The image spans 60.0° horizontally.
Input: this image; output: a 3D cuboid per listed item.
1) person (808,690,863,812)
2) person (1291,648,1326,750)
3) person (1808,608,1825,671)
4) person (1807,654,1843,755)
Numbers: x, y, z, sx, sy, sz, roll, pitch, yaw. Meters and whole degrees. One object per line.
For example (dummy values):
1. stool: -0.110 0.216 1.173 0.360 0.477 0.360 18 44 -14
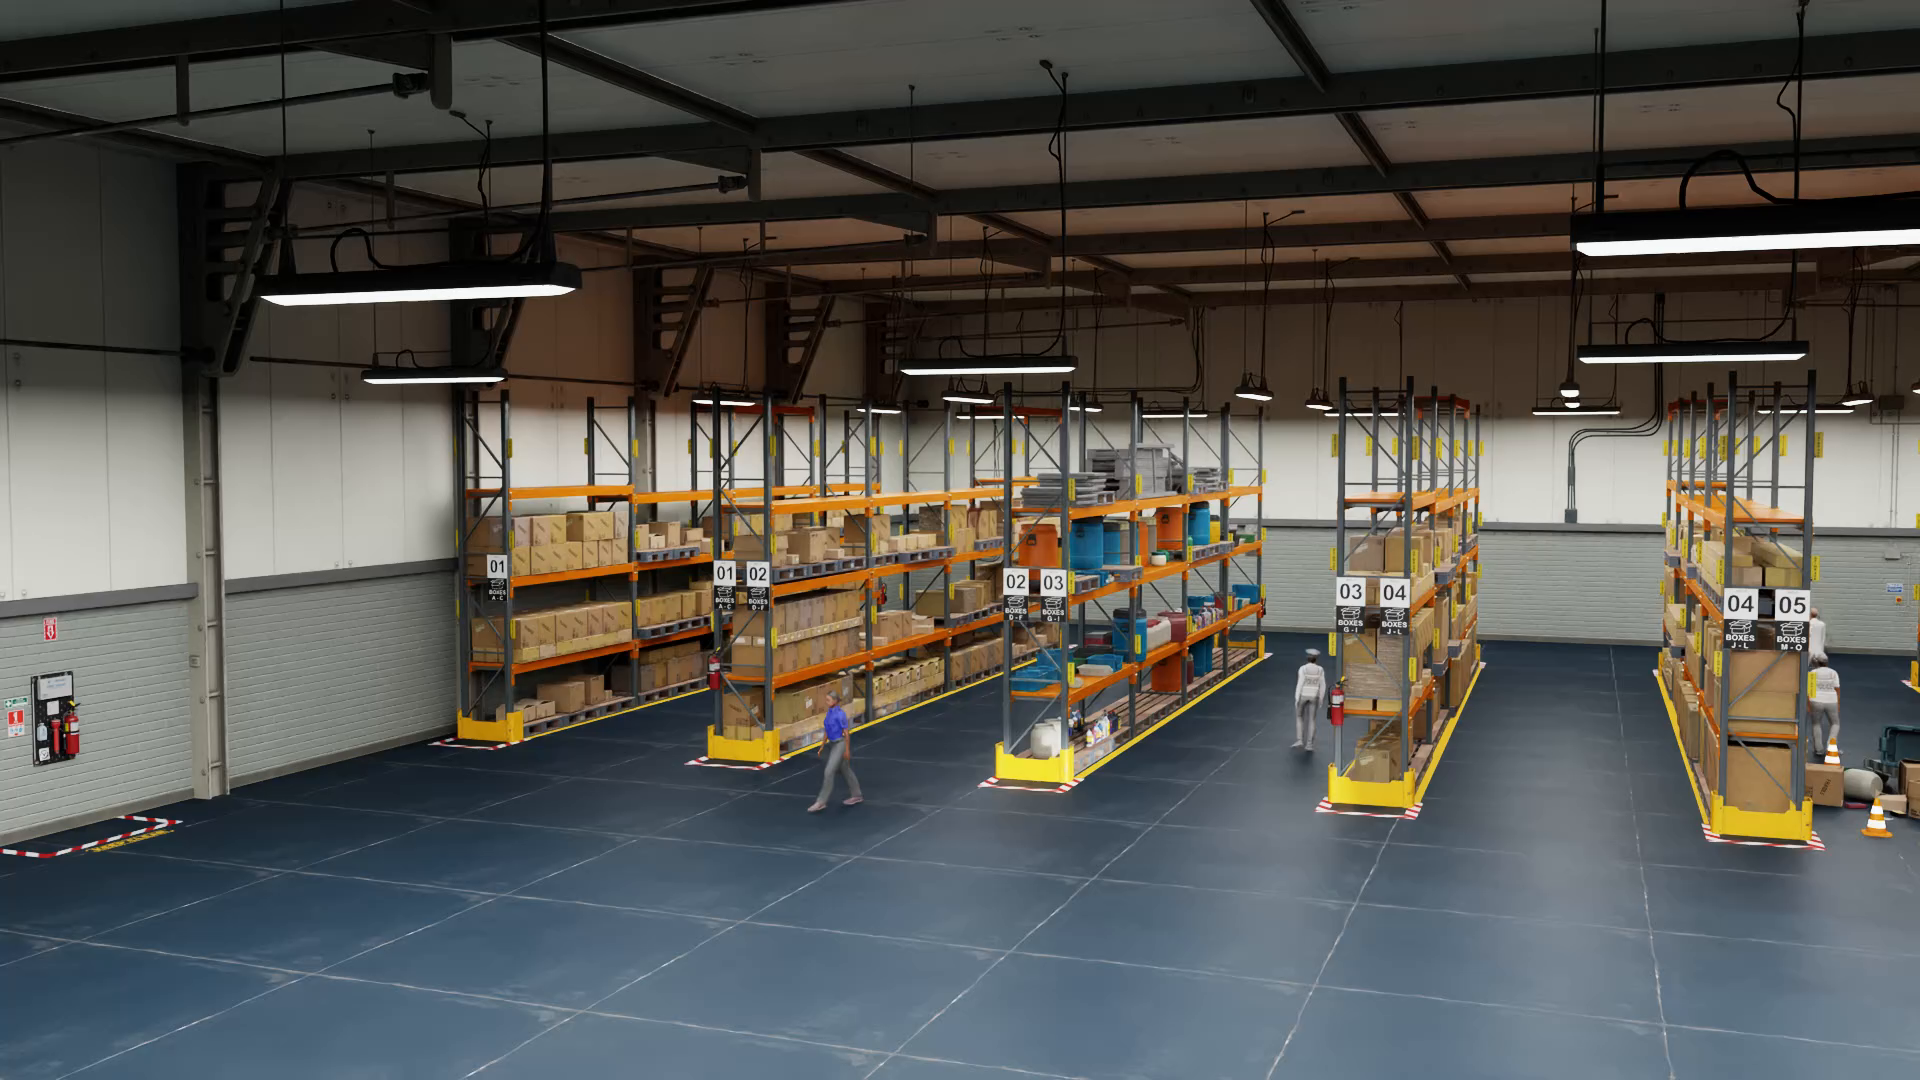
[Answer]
1. person: -1.748 2.896 23.092 0.874 1.617 0.495 -1 3 -21
2. person: 5.796 2.671 27.629 0.556 1.715 0.536 1 3 11
3. person: 17.199 2.260 33.523 0.583 1.769 0.591 0 3 2
4. person: 14.081 2.687 27.079 0.537 1.660 0.522 1 3 19
